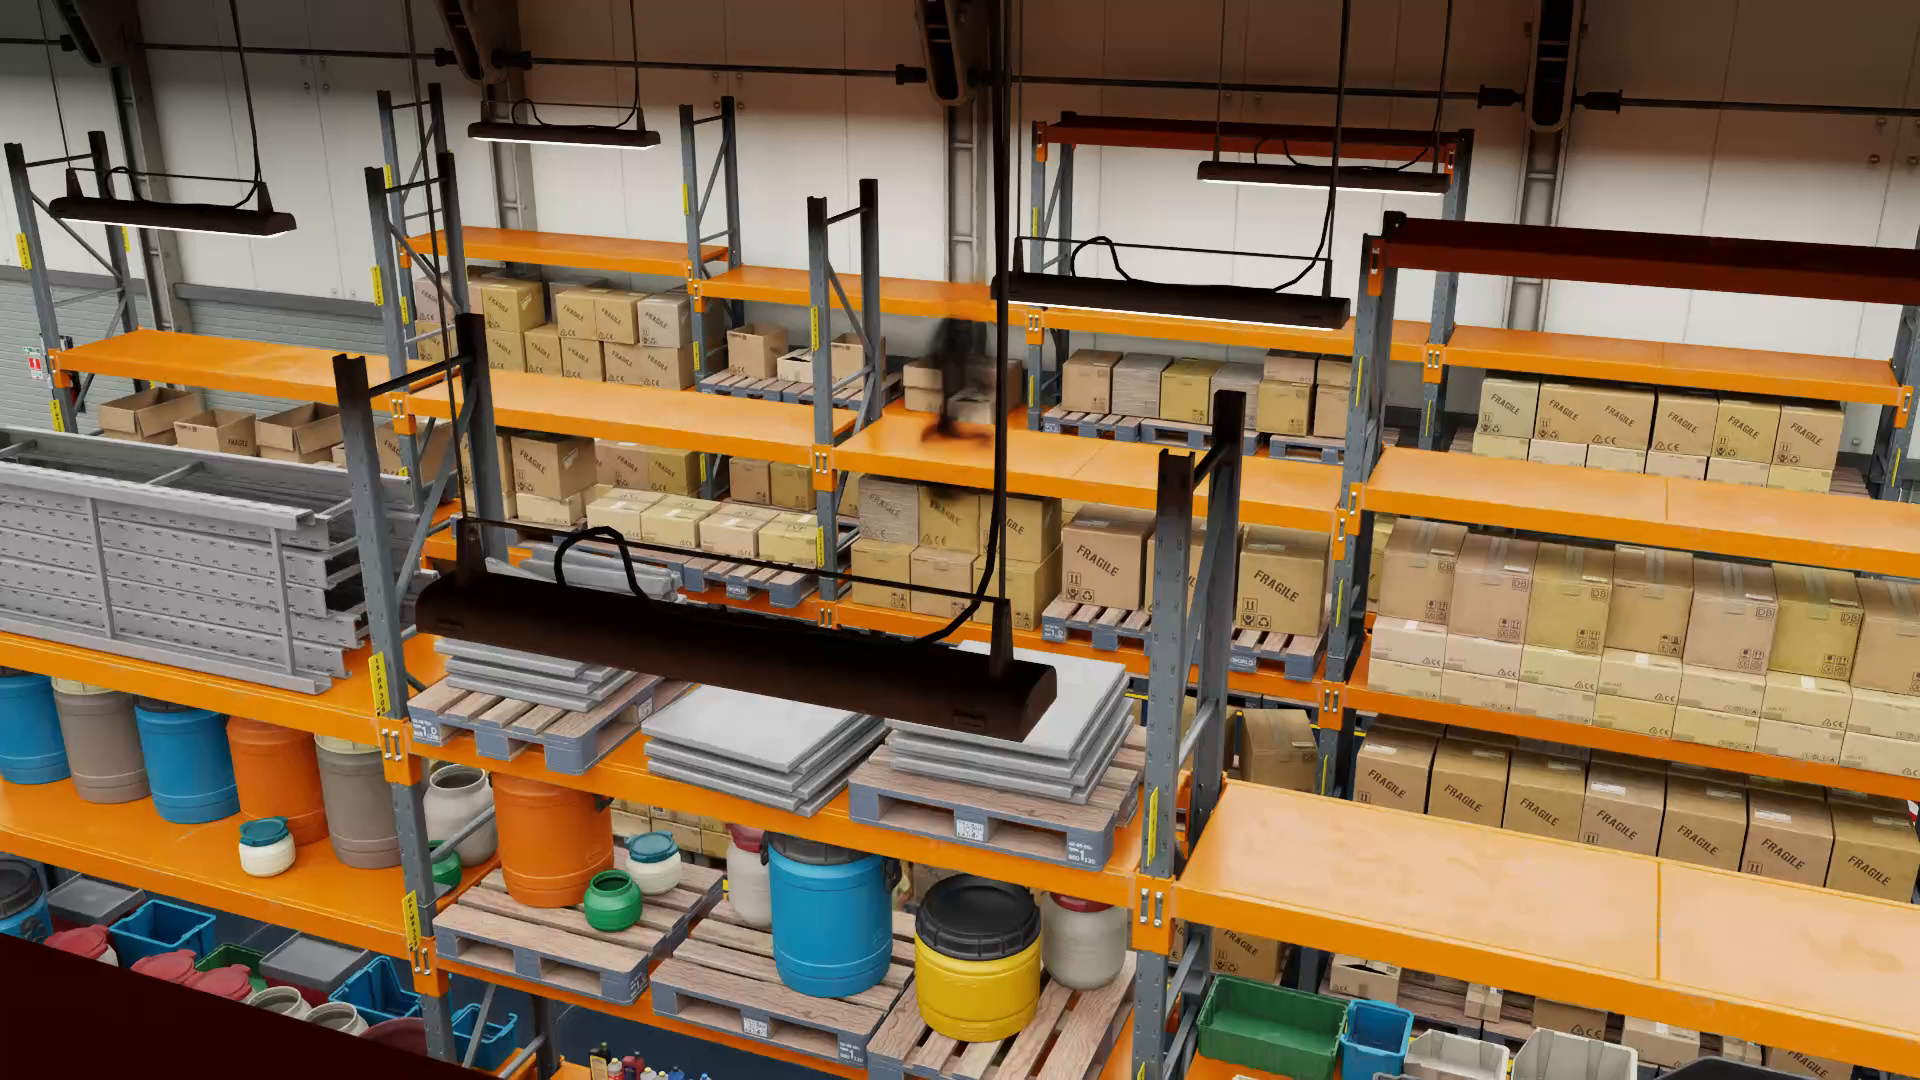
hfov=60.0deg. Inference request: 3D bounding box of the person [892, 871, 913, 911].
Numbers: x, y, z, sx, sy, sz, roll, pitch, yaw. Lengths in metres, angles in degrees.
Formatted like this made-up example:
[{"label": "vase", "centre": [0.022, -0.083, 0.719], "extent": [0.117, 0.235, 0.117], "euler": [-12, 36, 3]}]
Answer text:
[{"label": "person", "centre": [-0.594, 2.979, 12.325], "extent": [0.565, 1.613, 0.570], "euler": [6, 22, 14]}]
